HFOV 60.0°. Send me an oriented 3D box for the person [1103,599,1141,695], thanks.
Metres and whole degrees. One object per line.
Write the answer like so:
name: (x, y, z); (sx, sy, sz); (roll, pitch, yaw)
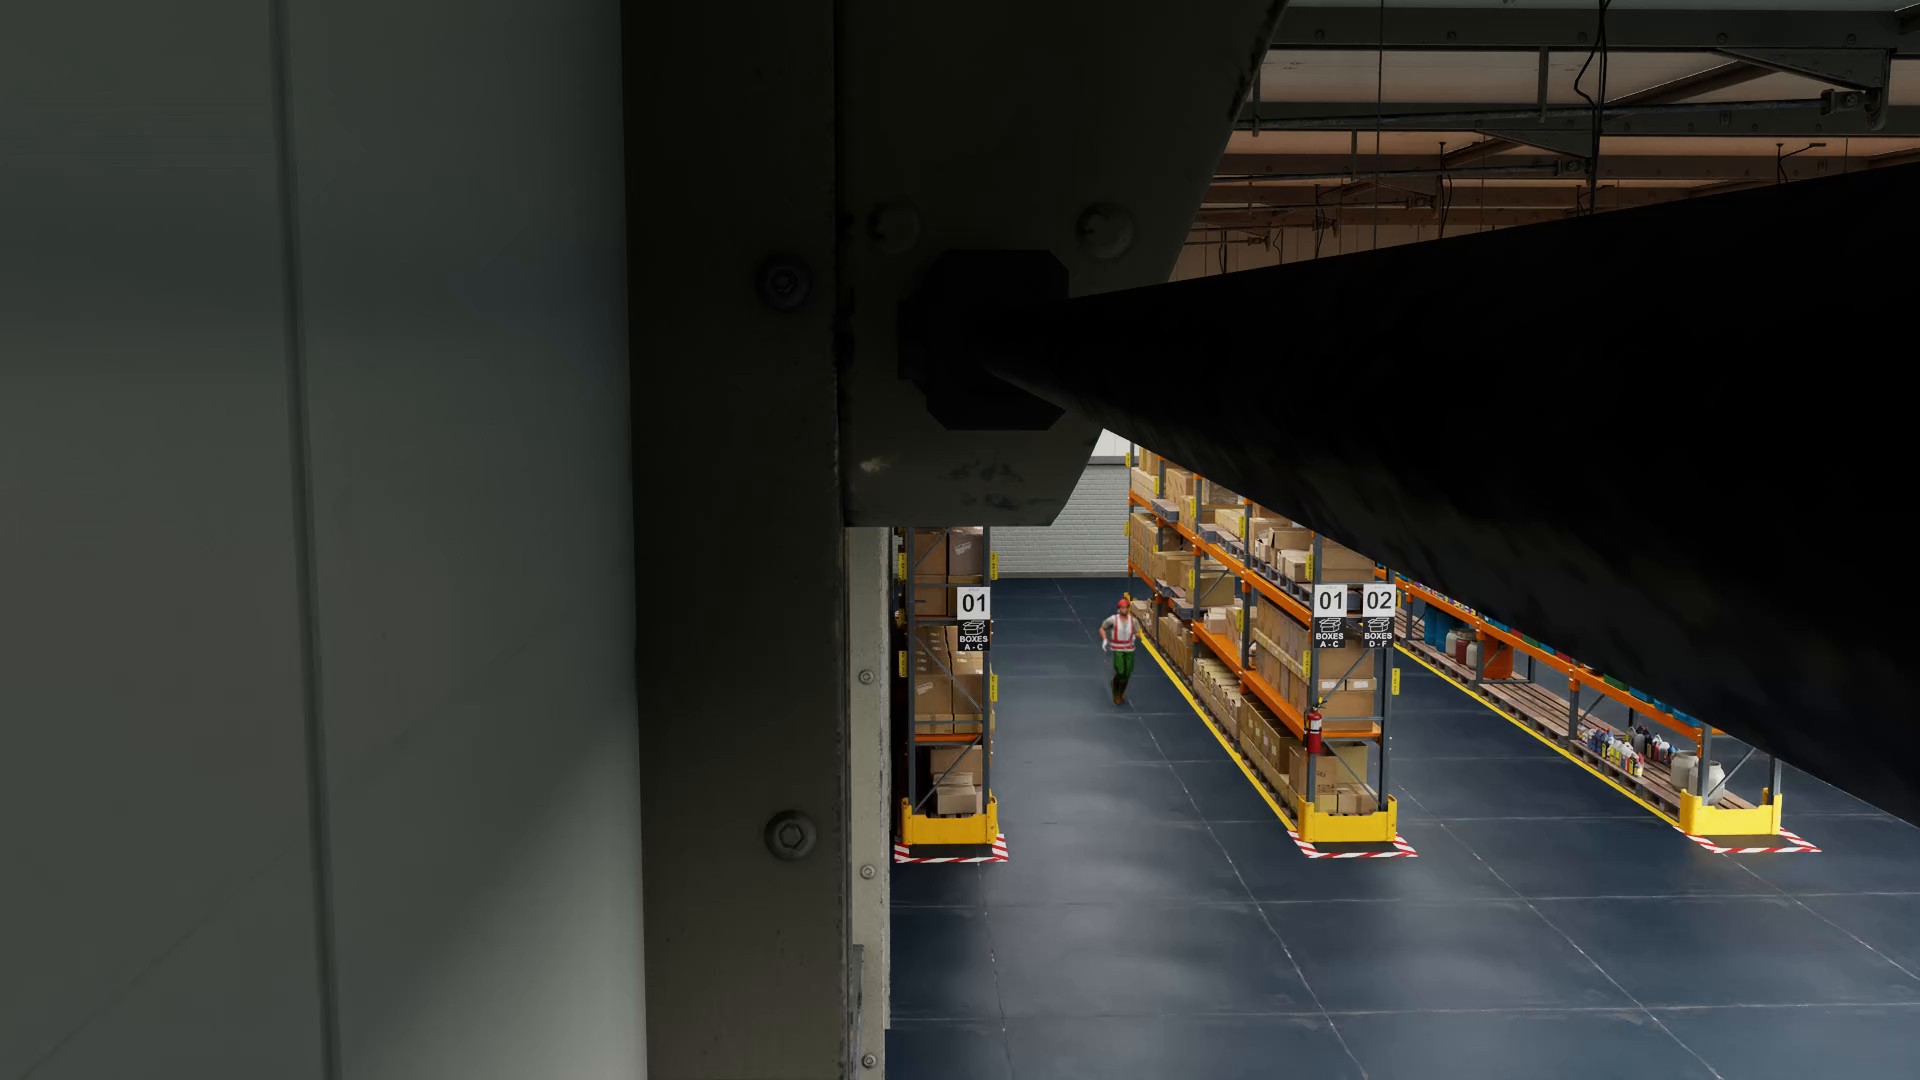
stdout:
person: (2.740, 1.826, 27.892); (0.604, 1.684, 0.636); (-2, 8, -13)
